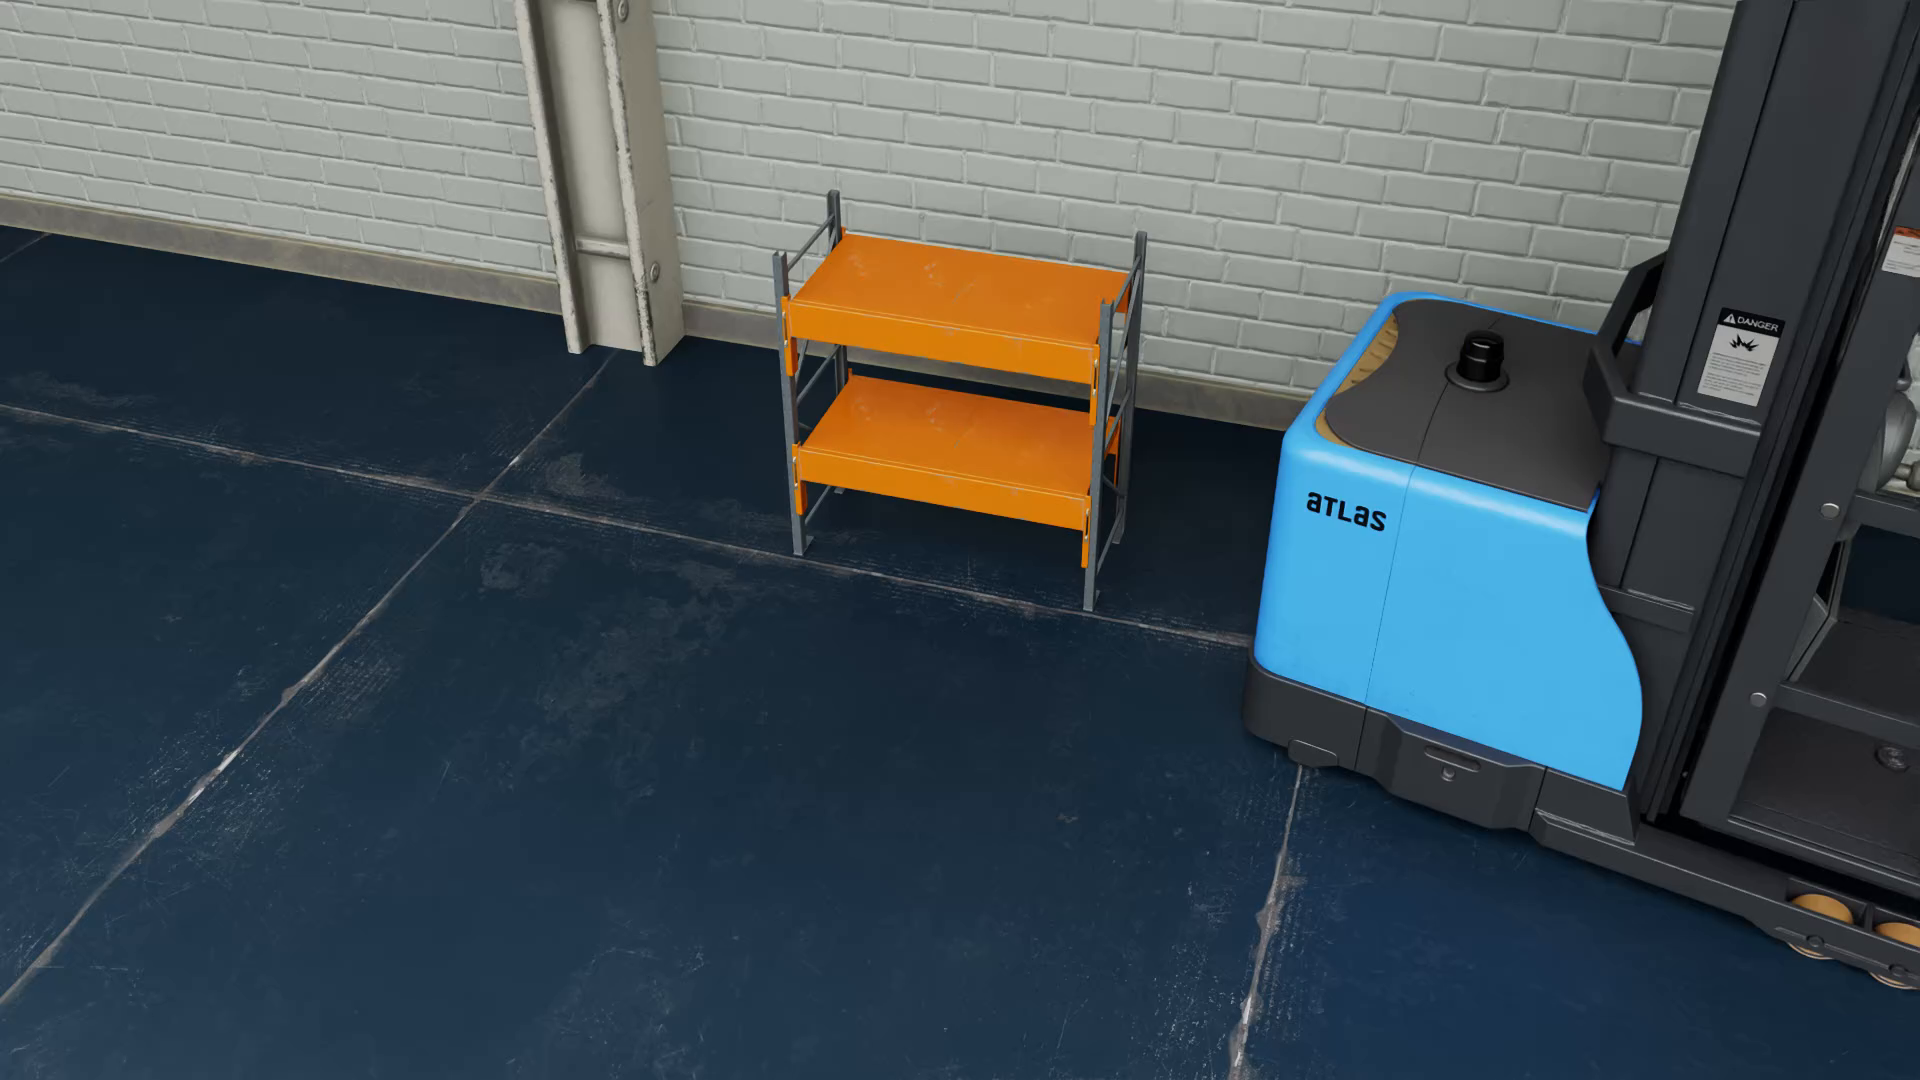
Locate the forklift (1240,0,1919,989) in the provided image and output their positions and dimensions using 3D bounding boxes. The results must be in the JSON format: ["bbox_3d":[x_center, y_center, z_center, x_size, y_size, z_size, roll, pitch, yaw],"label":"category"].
[{"bbox_3d":[2.370,-0.409,3.833,3.031,2.935,1.130,18,40,23],"label":"forklift"}]

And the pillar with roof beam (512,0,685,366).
[{"bbox_3d":[-2.652,-2.009,0.889,0.400,9.000,9.100,10,38,14],"label":"pillar with roof beam"}]

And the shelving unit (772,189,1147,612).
[{"bbox_3d":[0.006,-0.452,5.415,1.048,1.125,0.538,10,38,14],"label":"shelving unit"}]

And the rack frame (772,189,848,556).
[{"bbox_3d":[-0.479,-0.542,5.537,0.032,1.125,0.500,10,38,14],"label":"rack frame"}]

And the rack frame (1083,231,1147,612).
[{"bbox_3d":[0.492,-0.362,5.293,0.032,1.125,0.500,10,38,14],"label":"rack frame"}]

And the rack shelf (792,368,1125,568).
[{"bbox_3d":[0.006,-0.255,5.560,1.000,0.278,0.538,10,38,14],"label":"rack shelf"}]

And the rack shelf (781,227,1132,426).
[{"bbox_3d":[0.006,-0.688,5.241,1.000,0.278,0.538,10,38,14],"label":"rack shelf"}]
